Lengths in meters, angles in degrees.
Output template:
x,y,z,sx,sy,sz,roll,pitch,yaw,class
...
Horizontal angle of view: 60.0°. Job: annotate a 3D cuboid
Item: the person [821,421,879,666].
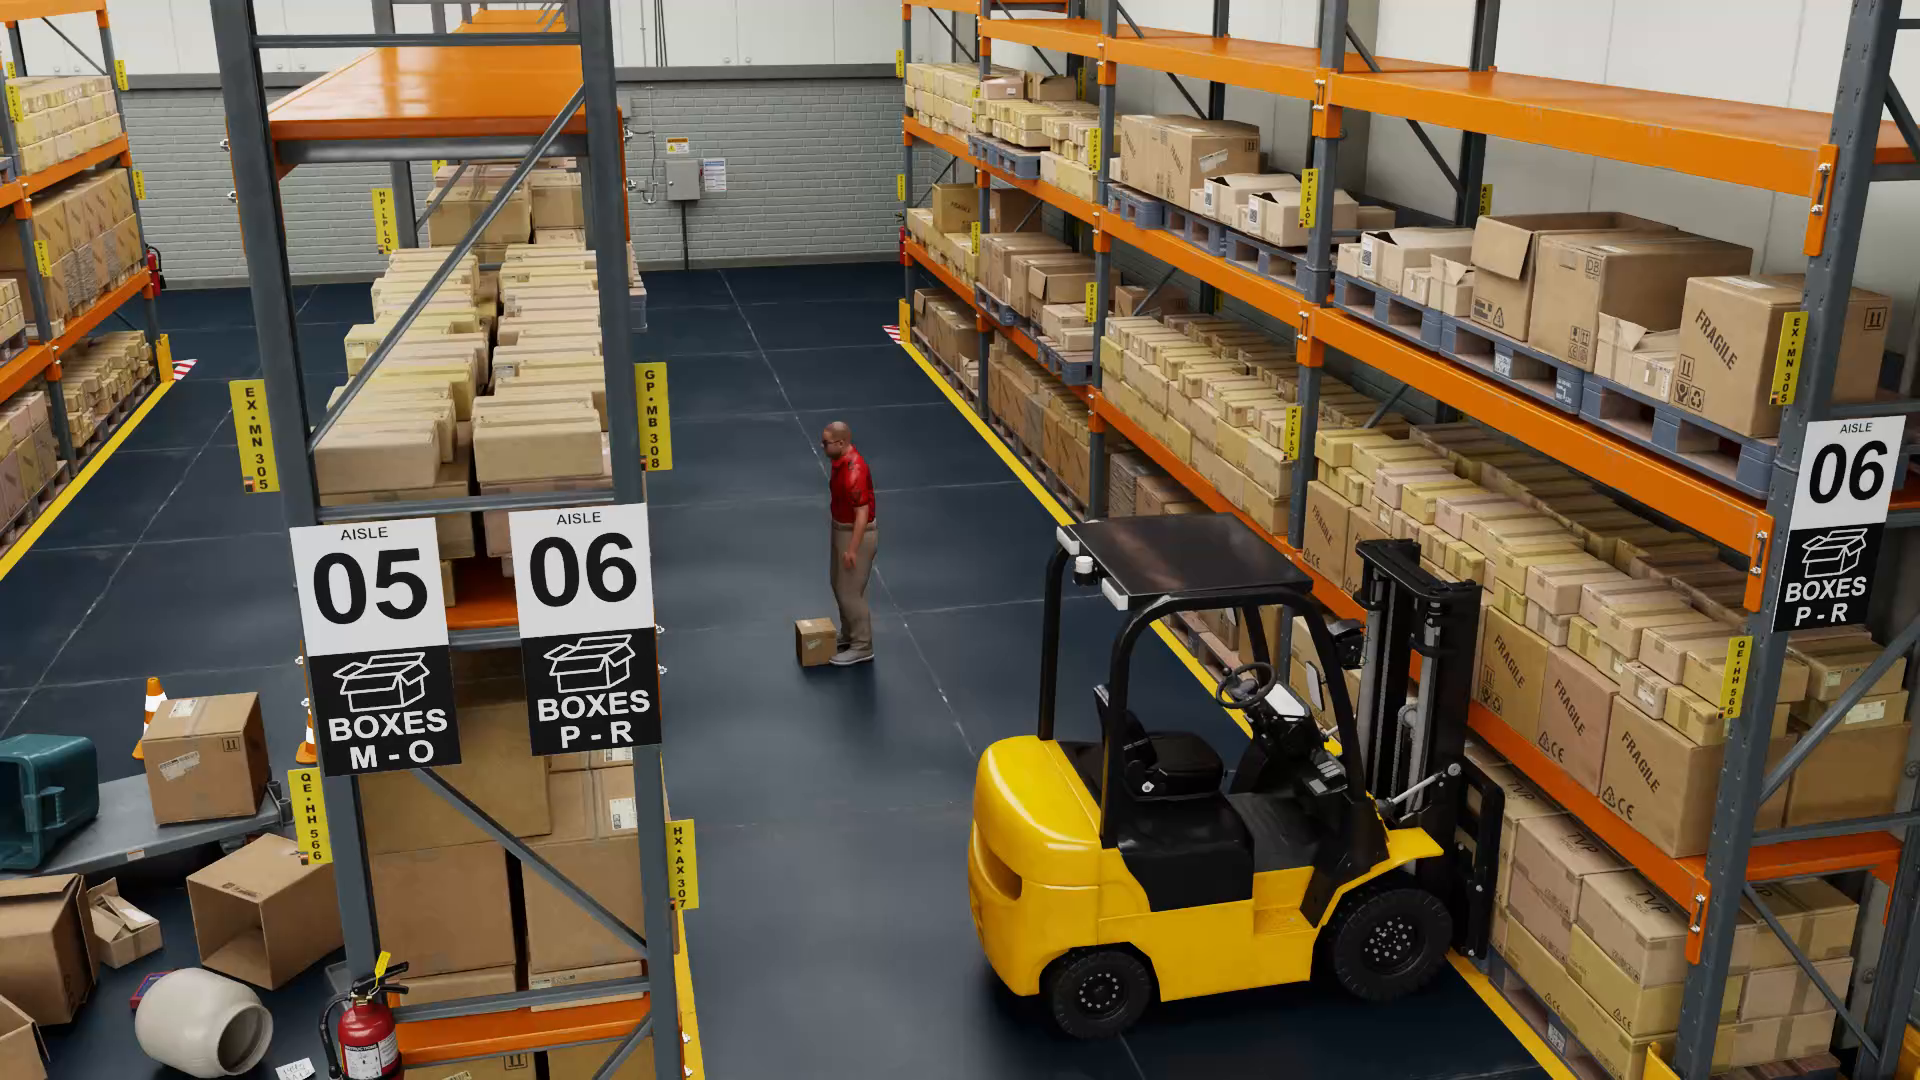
x,y,z,sx,sy,sz,roll,pitch,yaw,class
-0.775,0.000,11.589,0.389,1.726,0.587,-5,20,-13,person
